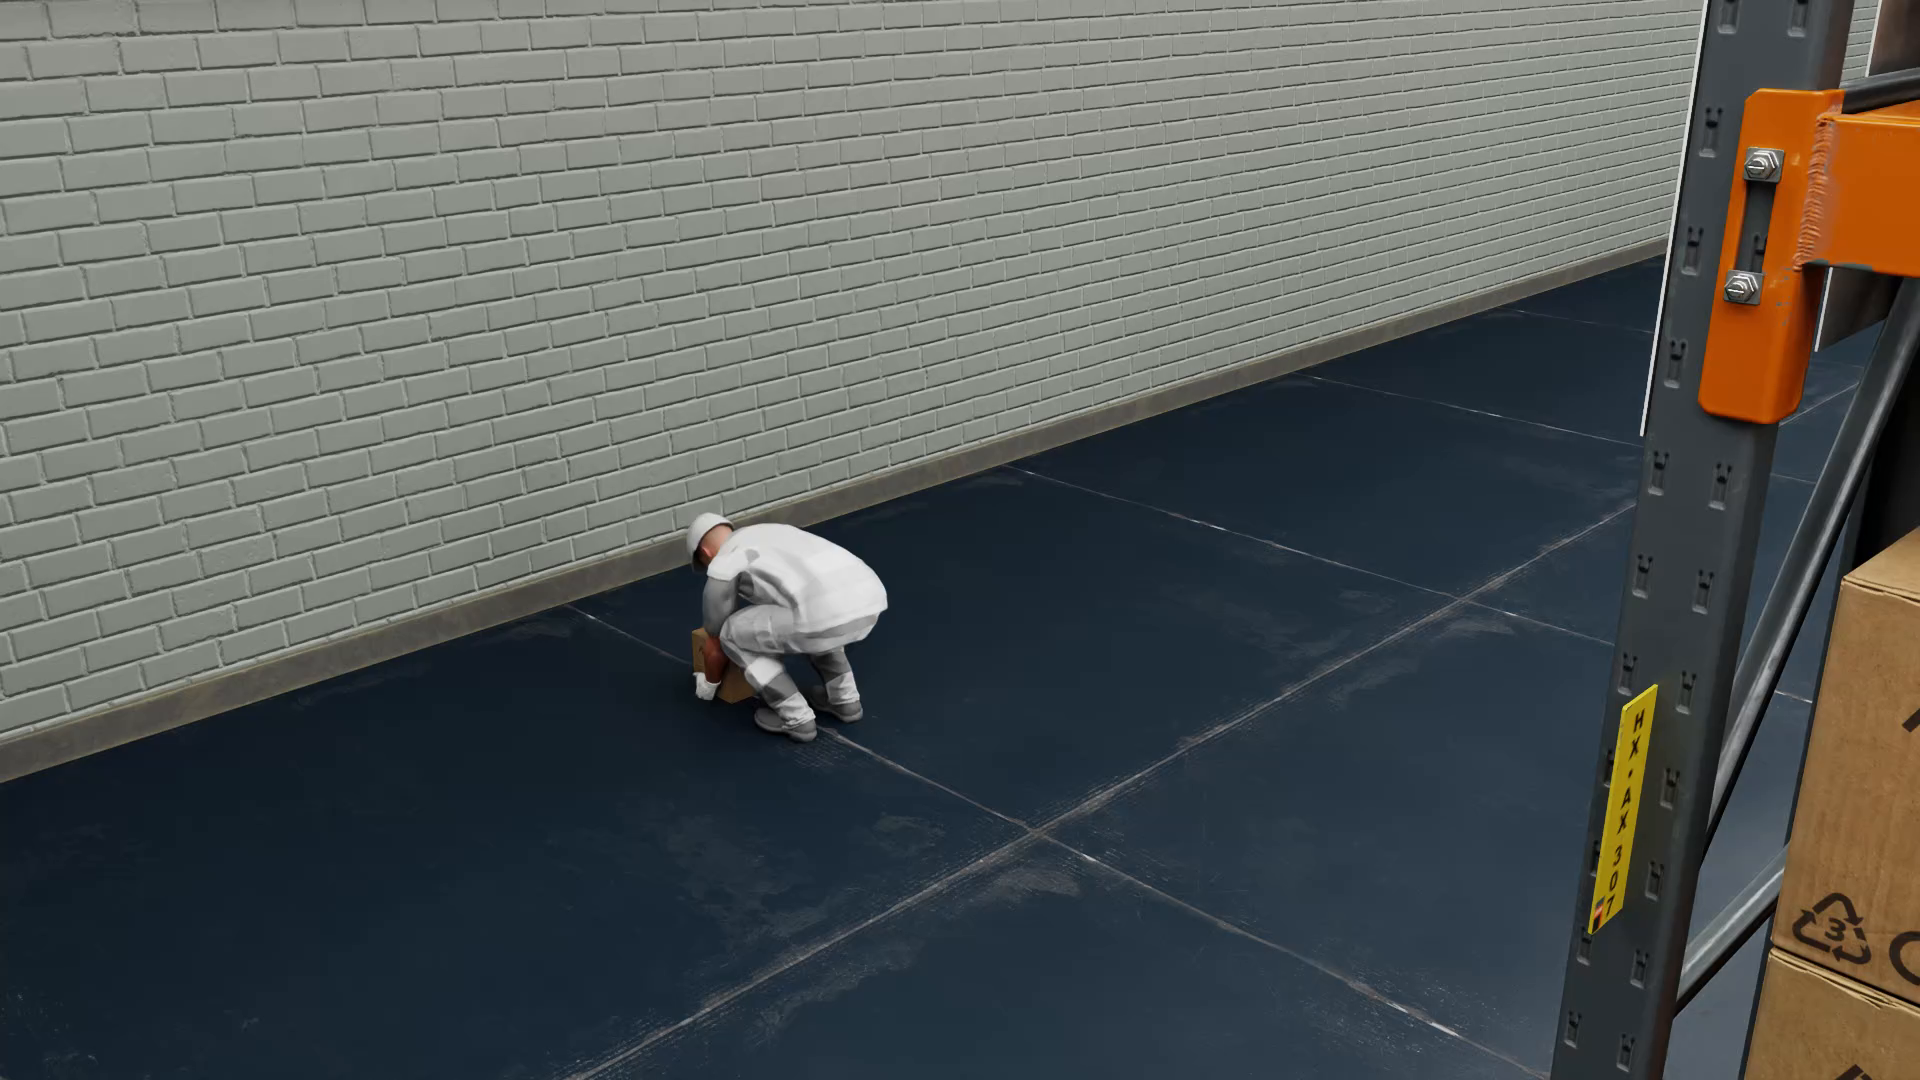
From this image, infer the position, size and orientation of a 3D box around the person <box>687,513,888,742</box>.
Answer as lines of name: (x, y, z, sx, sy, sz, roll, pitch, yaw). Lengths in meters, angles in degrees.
person: (-0.719, 0.335, 6.634, 0.958, 0.799, 0.523, 18, 27, 40)
